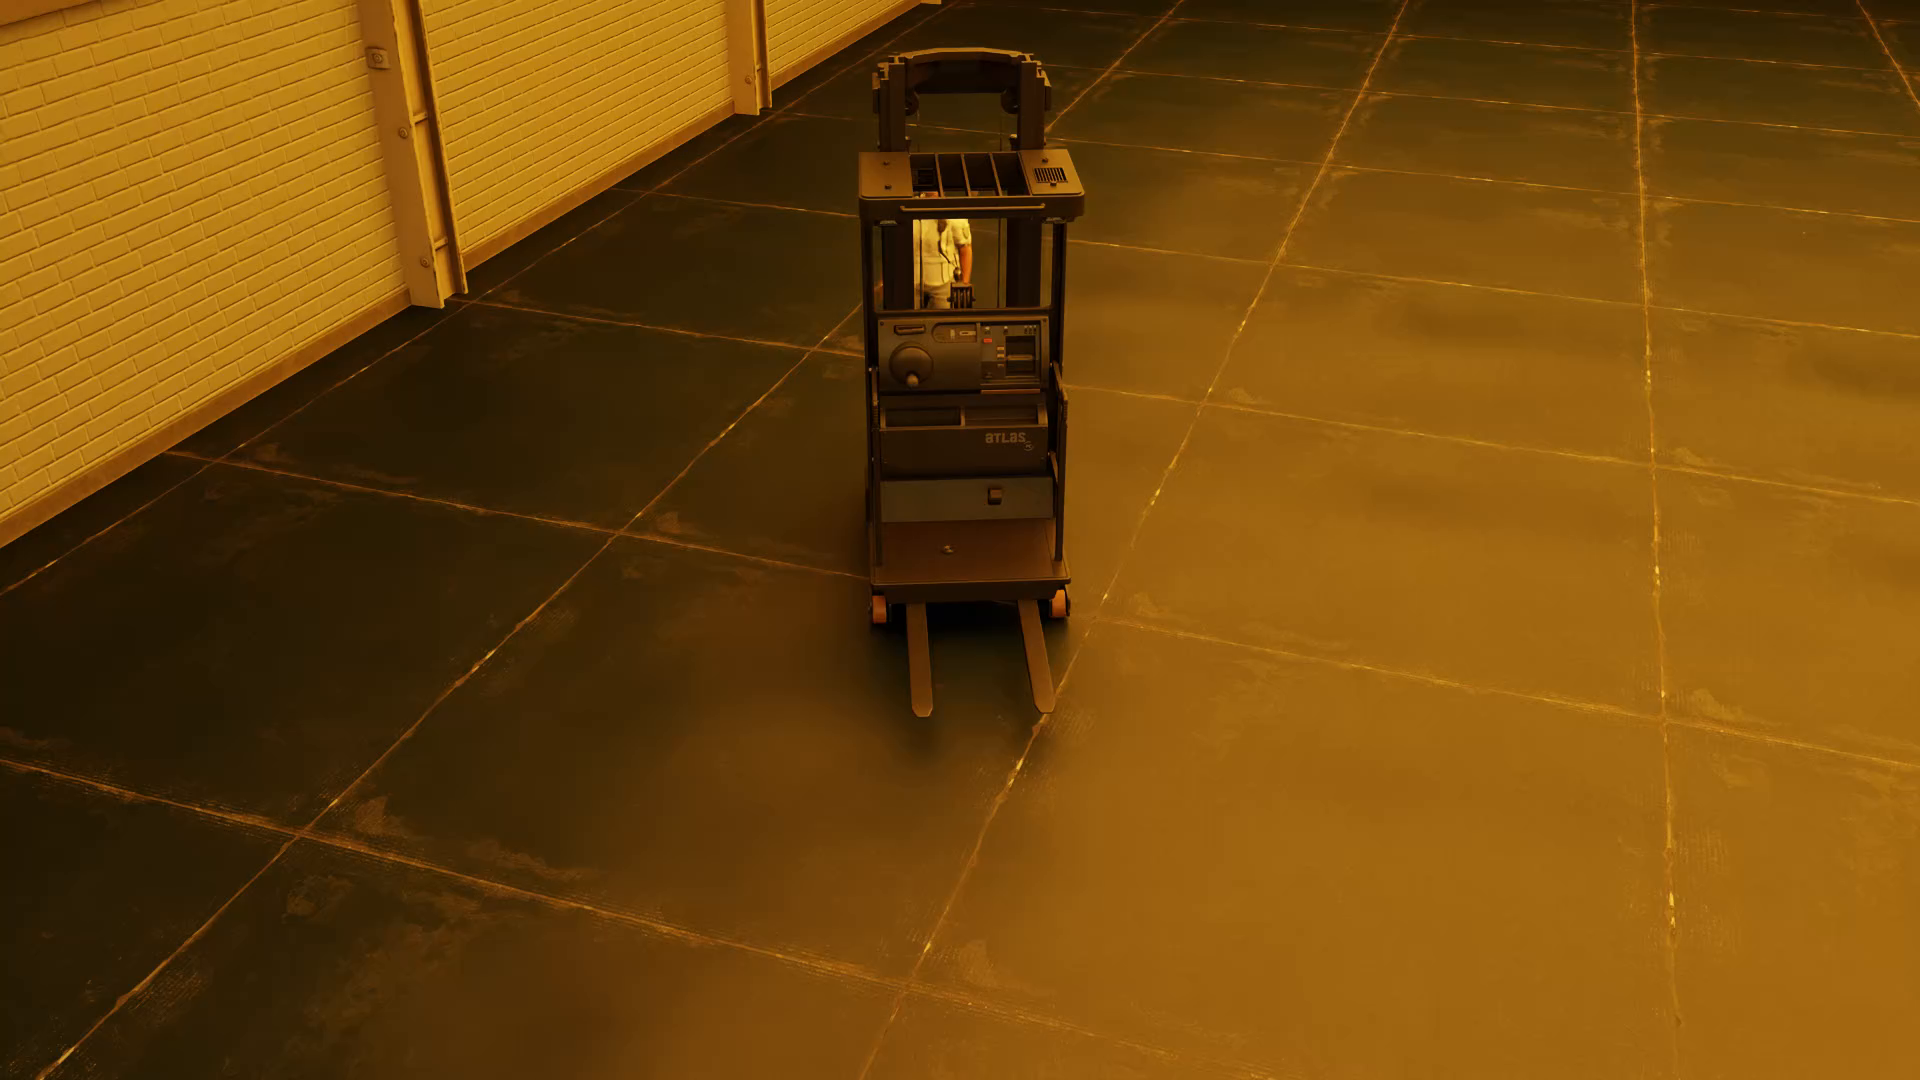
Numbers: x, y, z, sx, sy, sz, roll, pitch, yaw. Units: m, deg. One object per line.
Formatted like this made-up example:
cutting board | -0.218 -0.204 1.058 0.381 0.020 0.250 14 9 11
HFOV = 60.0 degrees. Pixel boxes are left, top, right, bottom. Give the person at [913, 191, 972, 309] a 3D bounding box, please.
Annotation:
person | -0.246 -1.743 11.457 0.601 1.669 0.528 11 31 18

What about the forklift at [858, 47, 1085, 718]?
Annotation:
forklift | 0.035 -0.972 8.842 1.130 2.935 3.031 -2 30 -3
